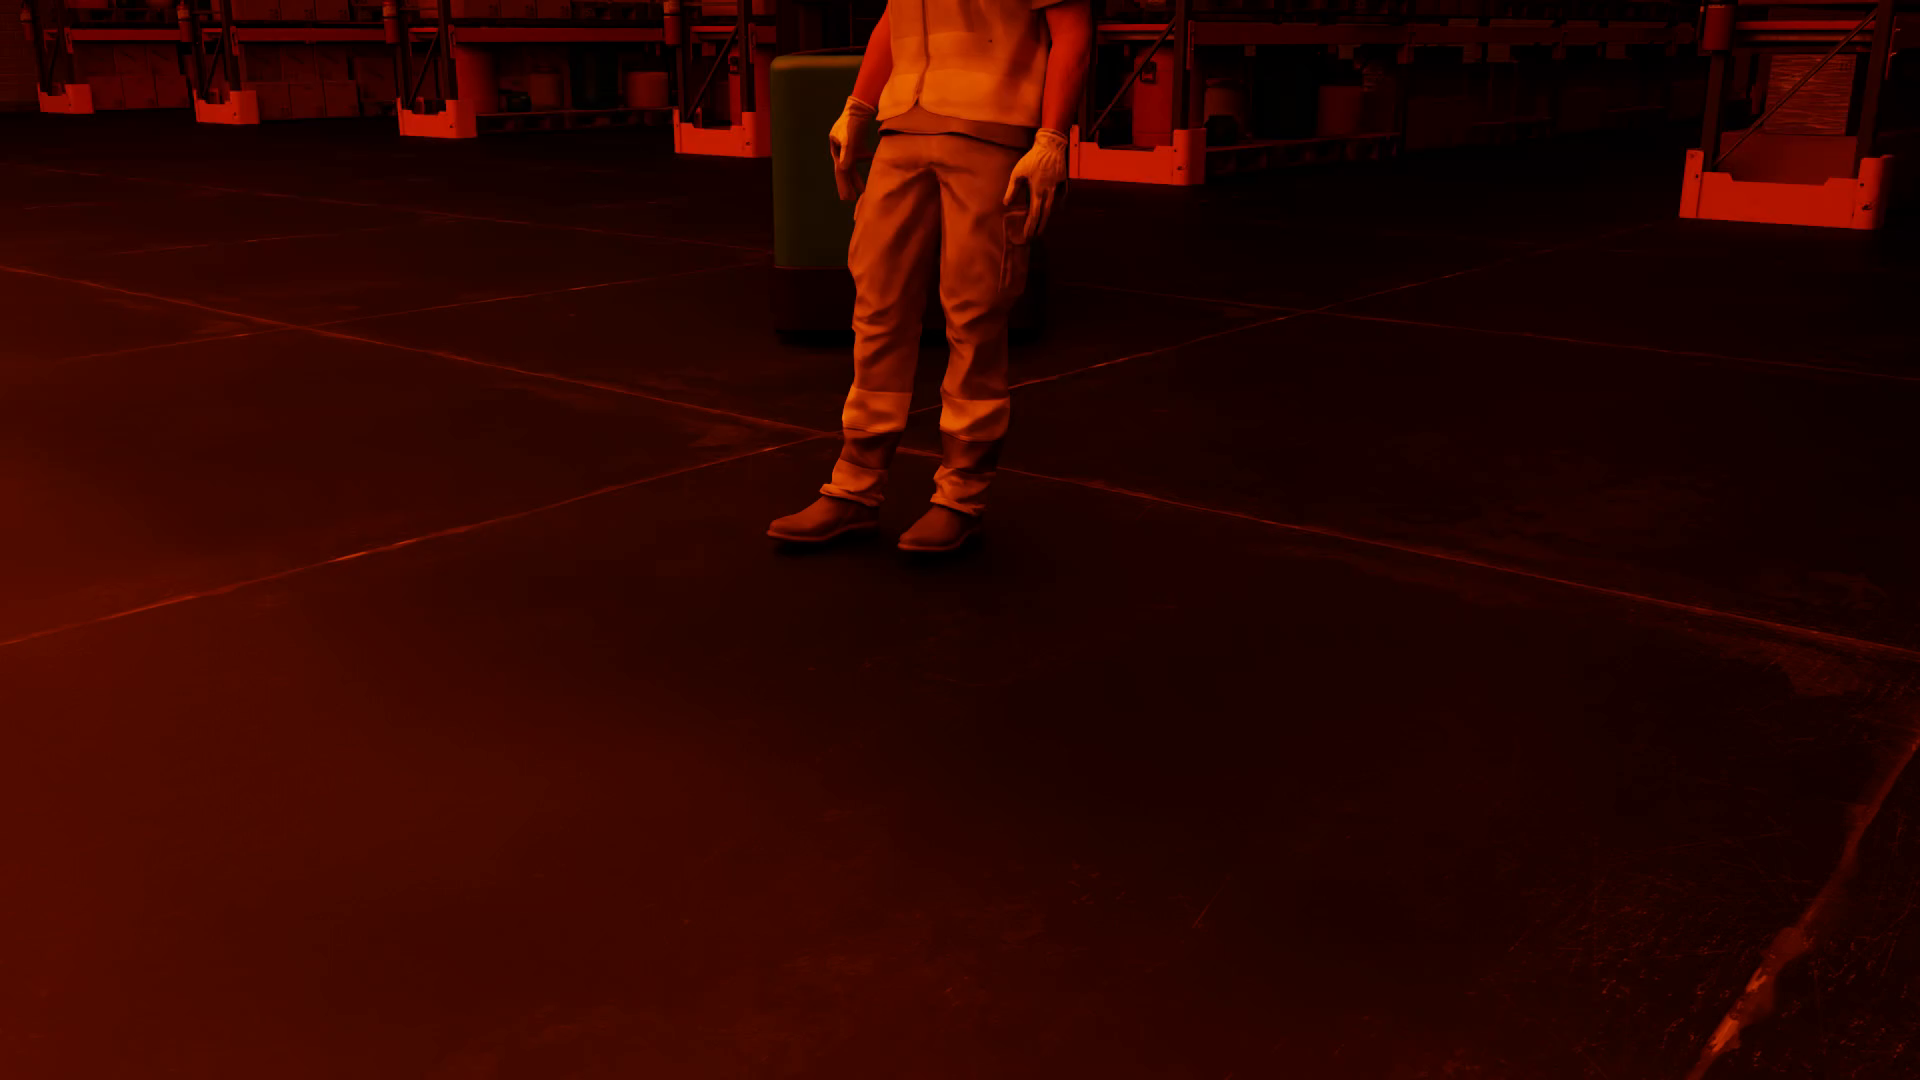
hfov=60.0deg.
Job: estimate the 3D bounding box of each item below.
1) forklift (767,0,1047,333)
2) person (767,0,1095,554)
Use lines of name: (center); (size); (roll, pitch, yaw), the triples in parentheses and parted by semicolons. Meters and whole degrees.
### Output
forklift: (-0.267, -2.571, 7.363); (1.130, 2.935, 3.031); (-1, 17, -3)
person: (-0.061, -0.847, 3.628); (0.637, 1.787, 0.563); (13, 21, 37)
